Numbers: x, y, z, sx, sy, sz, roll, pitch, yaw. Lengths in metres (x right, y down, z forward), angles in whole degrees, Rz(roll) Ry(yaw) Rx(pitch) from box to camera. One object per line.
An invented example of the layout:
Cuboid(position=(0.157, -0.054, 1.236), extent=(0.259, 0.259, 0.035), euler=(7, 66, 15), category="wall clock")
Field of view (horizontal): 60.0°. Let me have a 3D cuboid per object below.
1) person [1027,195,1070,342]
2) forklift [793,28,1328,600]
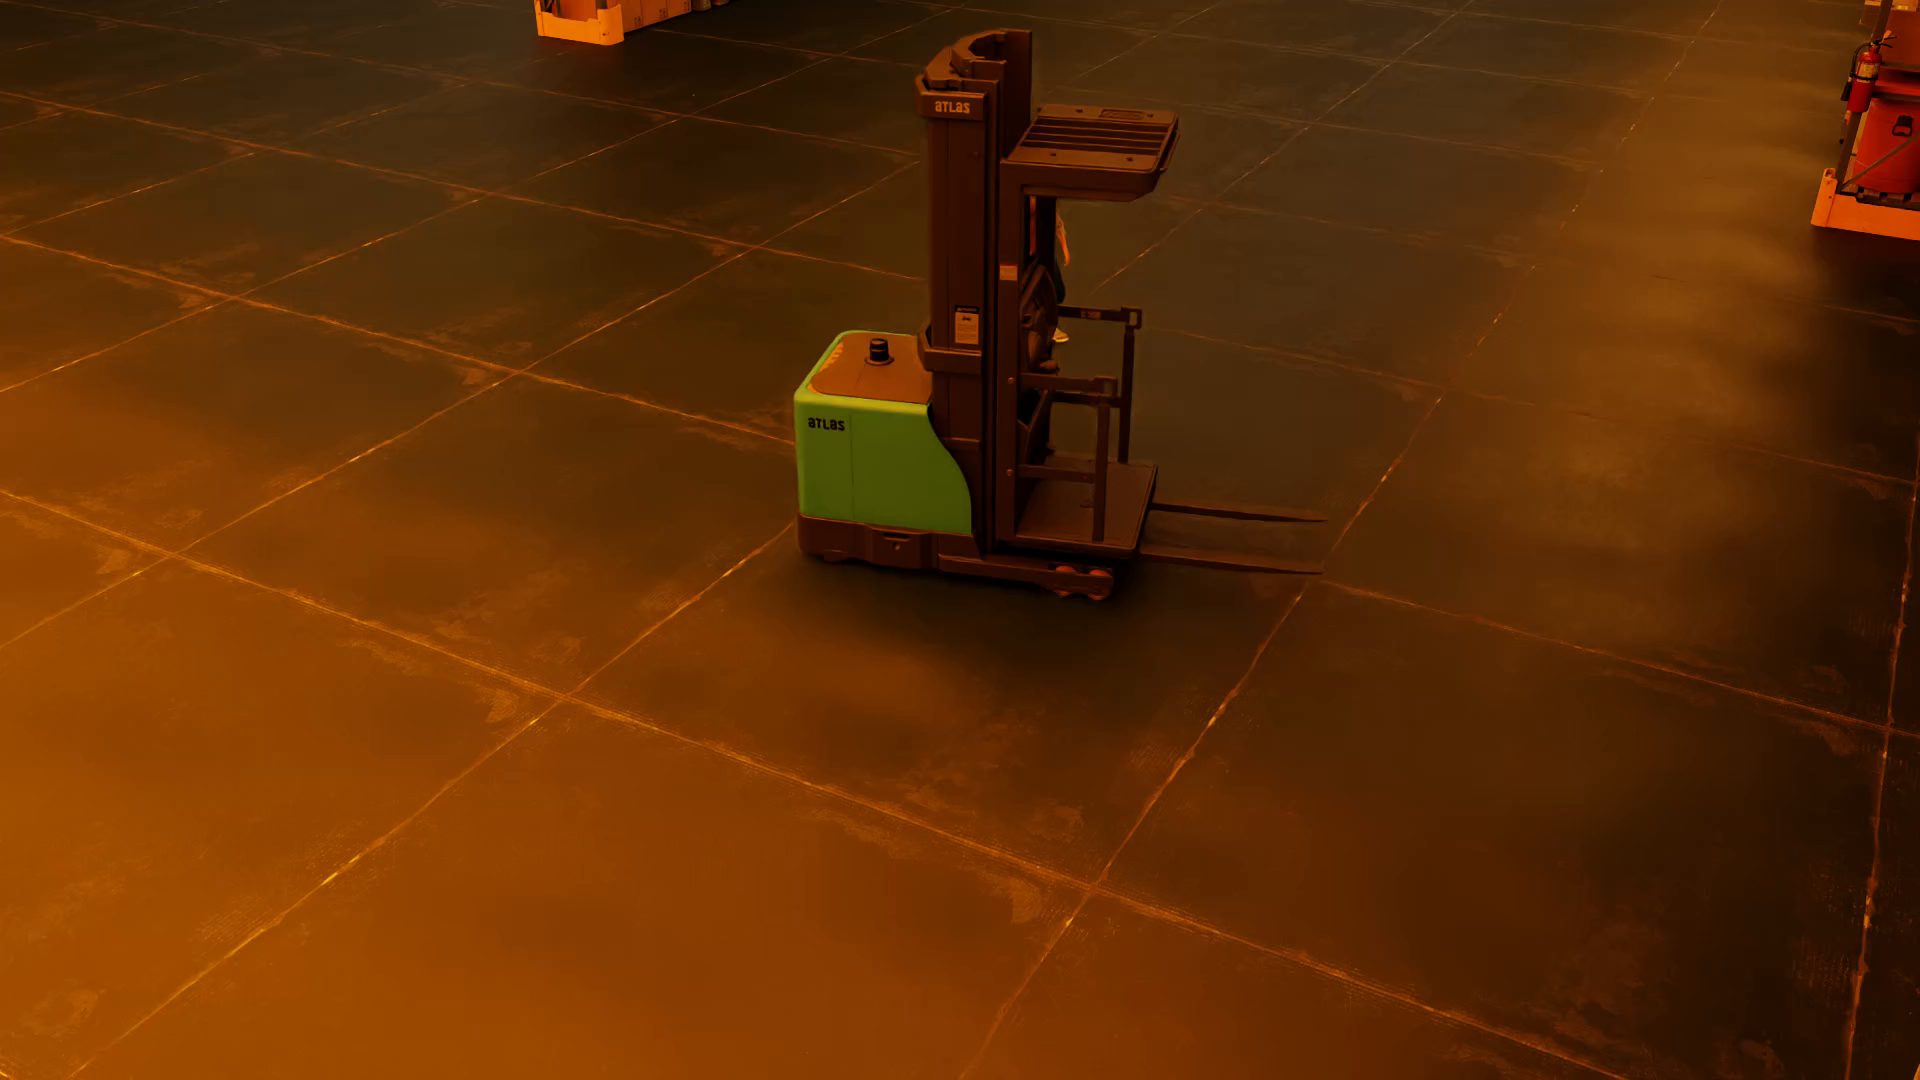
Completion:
Cuboid(position=(0.450, -2.150, 12.218), extent=(0.744, 1.519, 0.437), euler=(-7, 31, -13), category="person")
Cuboid(position=(0.621, -1.225, 9.194), extent=(3.031, 2.935, 1.130), euler=(7, 31, 11), category="forklift")
